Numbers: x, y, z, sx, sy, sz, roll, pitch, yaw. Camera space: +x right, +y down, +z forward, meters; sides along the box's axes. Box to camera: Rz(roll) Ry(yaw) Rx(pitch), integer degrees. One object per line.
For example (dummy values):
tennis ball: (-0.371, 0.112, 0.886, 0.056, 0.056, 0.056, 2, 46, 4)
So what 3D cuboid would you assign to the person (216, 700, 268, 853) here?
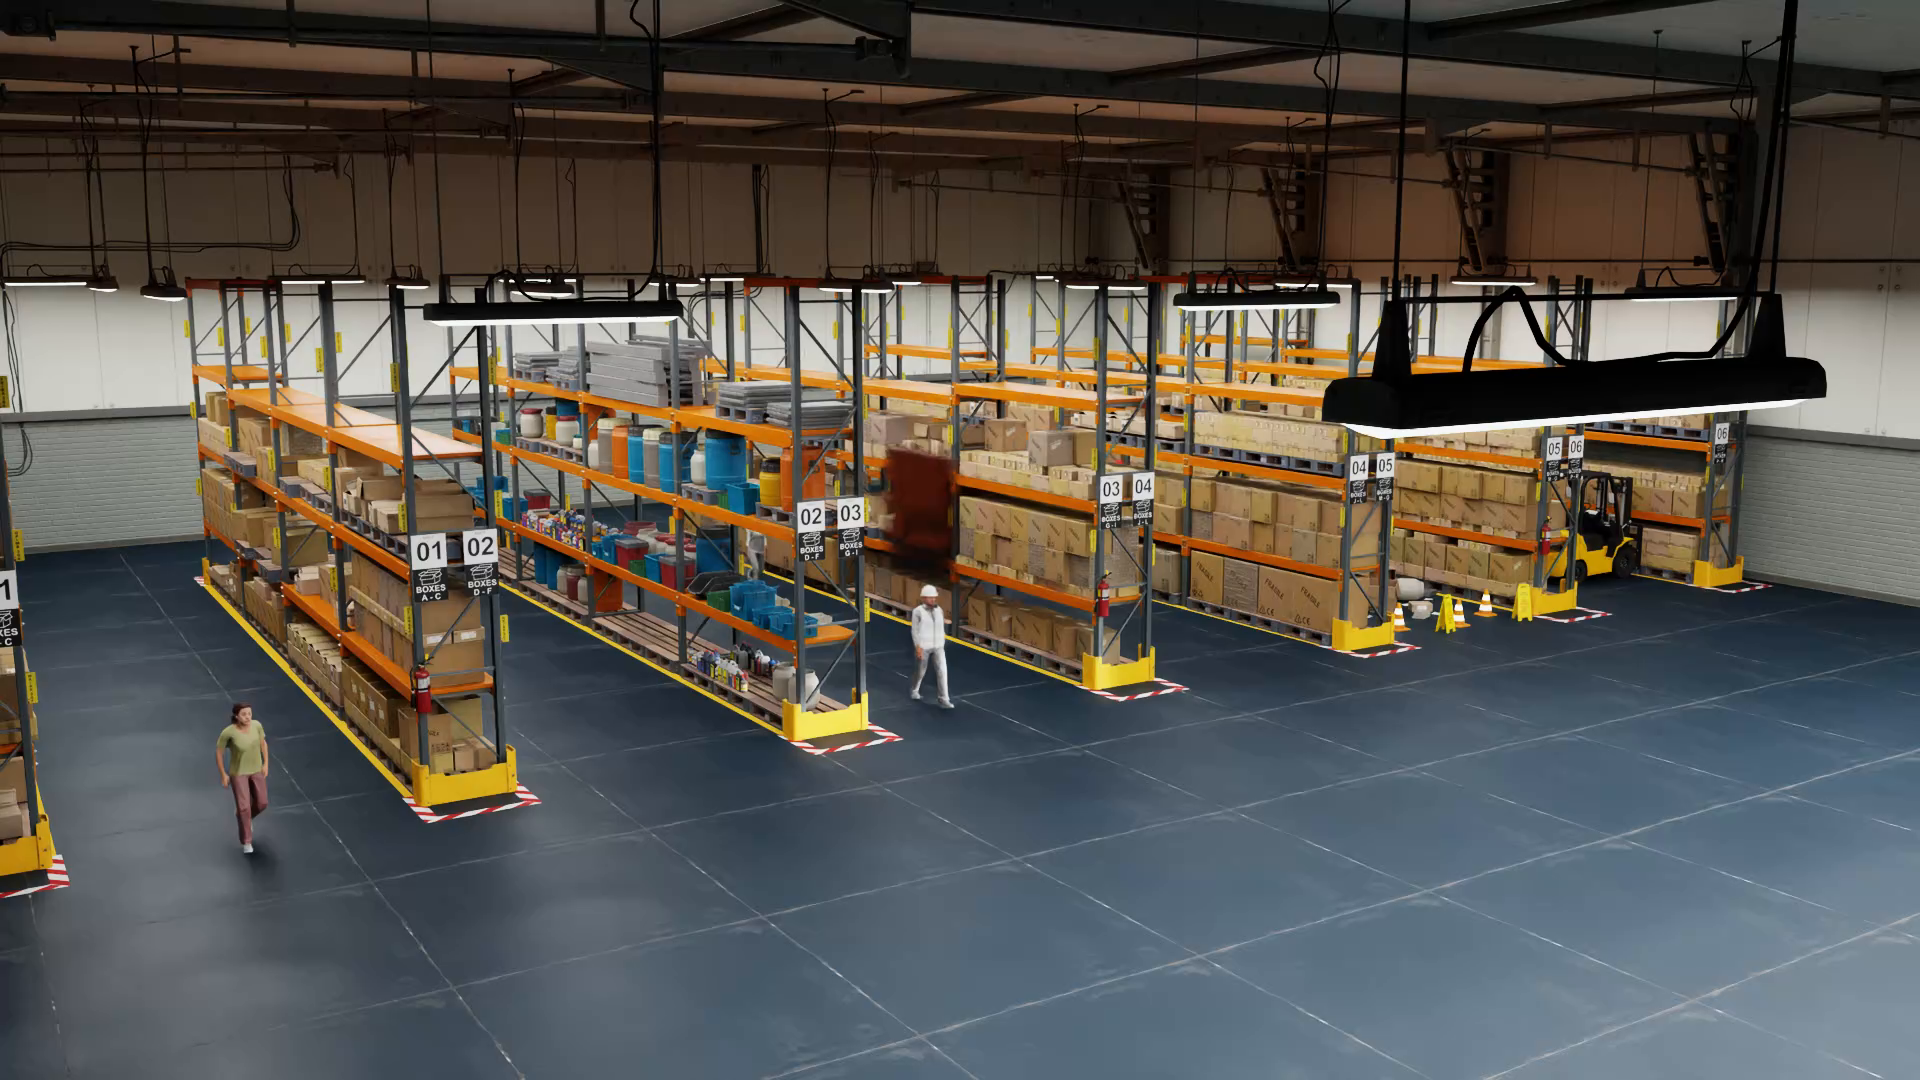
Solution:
person: (-7.790, 2.530, 18.066, 0.589, 1.654, 0.535, 9, 13, 44)

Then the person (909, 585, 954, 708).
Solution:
person: (-0.423, 1.518, 23.738, 0.562, 1.738, 0.979, -5, 11, -26)

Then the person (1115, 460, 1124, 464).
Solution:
person: (3.709, -0.952, 38.292, 0.472, 1.791, 0.603, 3, 10, 18)

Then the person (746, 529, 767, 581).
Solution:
person: (-3.941, 0.215, 31.951, 0.424, 1.561, 0.768, -6, 11, -33)
